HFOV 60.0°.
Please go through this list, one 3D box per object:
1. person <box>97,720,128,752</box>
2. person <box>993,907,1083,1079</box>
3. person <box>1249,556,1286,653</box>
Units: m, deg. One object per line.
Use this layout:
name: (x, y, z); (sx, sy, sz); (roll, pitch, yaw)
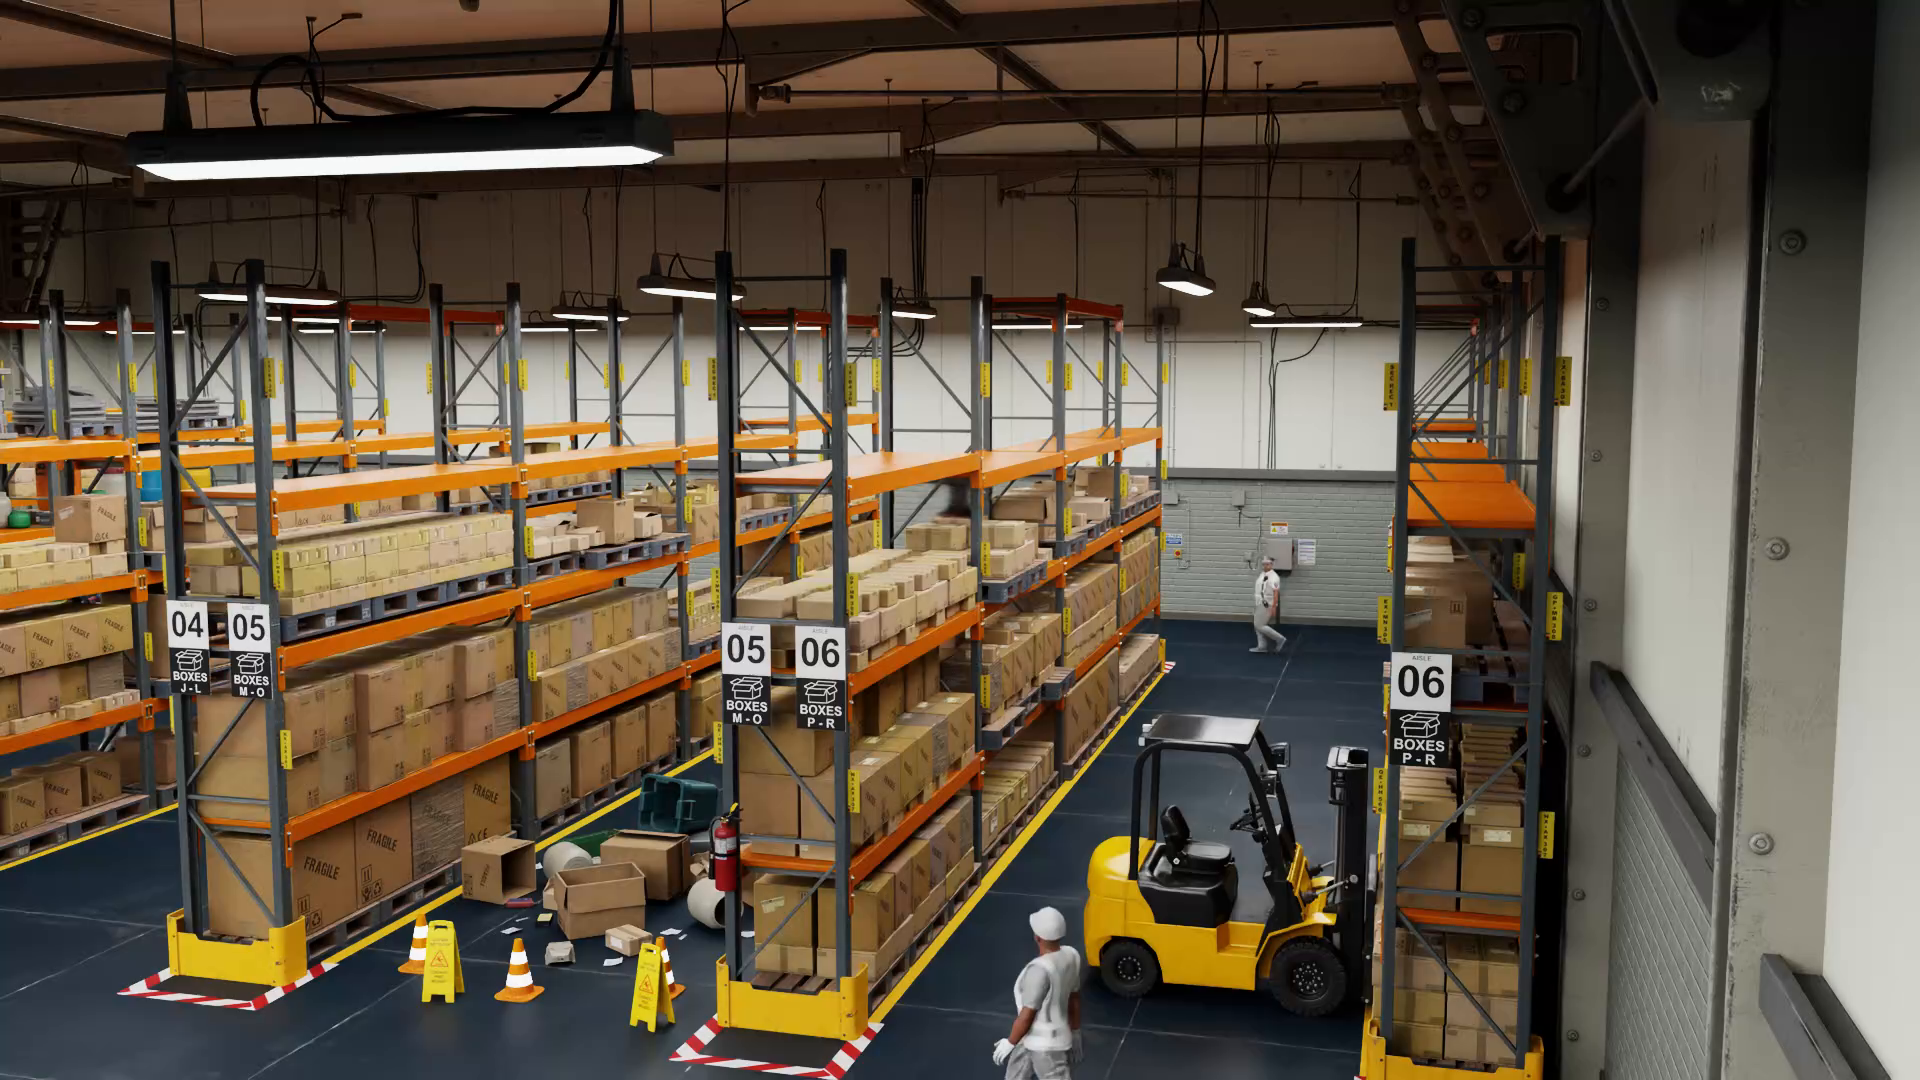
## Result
person: (-11.482, 1.928, 22.487); (0.592, 1.756, 0.807); (0, 6, -2)
person: (0.527, 3.184, 10.568); (1.033, 1.748, 0.499); (-1, 6, -5)
person: (5.496, 1.144, 29.647); (0.643, 1.745, 0.536); (1, 6, 8)
